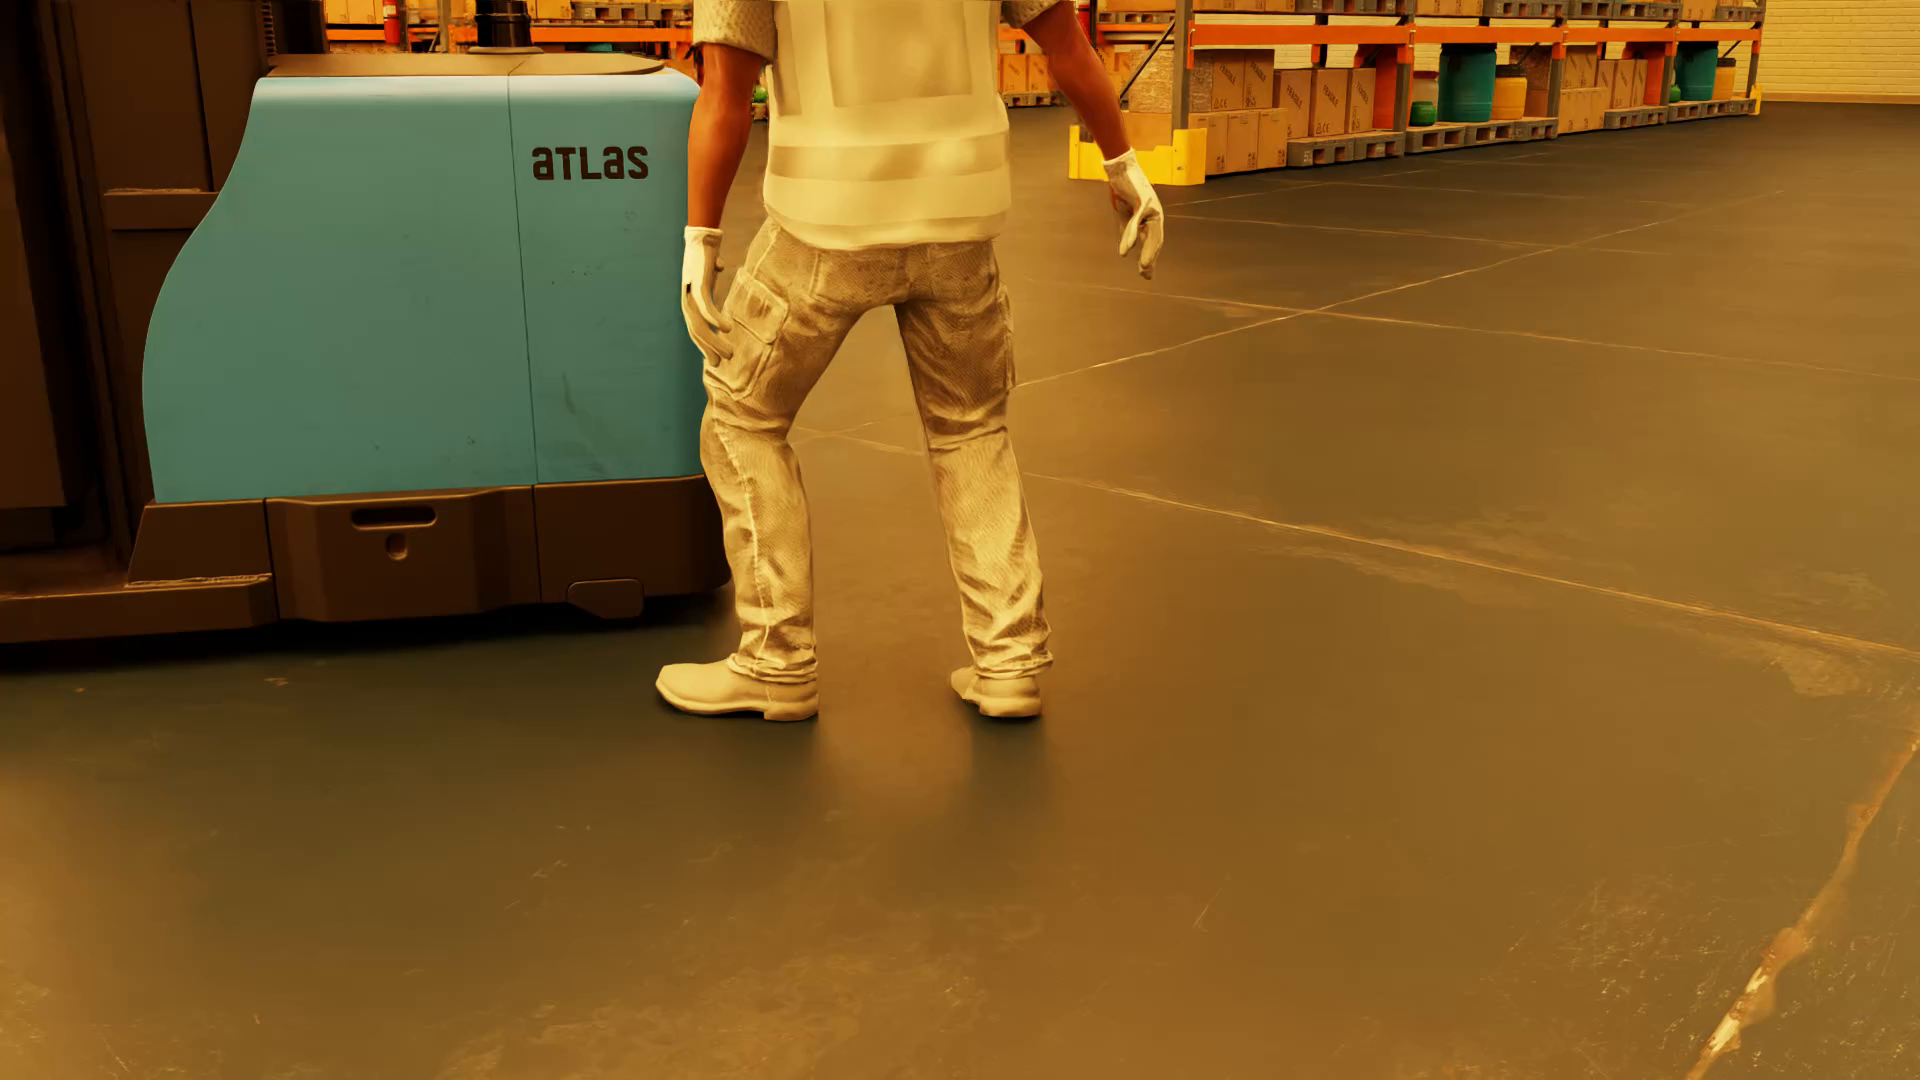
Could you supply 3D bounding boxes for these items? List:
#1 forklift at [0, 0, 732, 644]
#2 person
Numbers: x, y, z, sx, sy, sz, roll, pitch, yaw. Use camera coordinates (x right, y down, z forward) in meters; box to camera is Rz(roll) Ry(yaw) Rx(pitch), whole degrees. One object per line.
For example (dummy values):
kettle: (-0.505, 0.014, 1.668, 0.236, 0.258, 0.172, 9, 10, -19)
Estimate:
forklift: (-2.041, -1.291, 3.148, 3.031, 2.935, 1.130, -3, 17, -11)
person: (-0.093, -0.533, 2.822, 0.907, 1.754, 0.484, -5, 18, -17)
